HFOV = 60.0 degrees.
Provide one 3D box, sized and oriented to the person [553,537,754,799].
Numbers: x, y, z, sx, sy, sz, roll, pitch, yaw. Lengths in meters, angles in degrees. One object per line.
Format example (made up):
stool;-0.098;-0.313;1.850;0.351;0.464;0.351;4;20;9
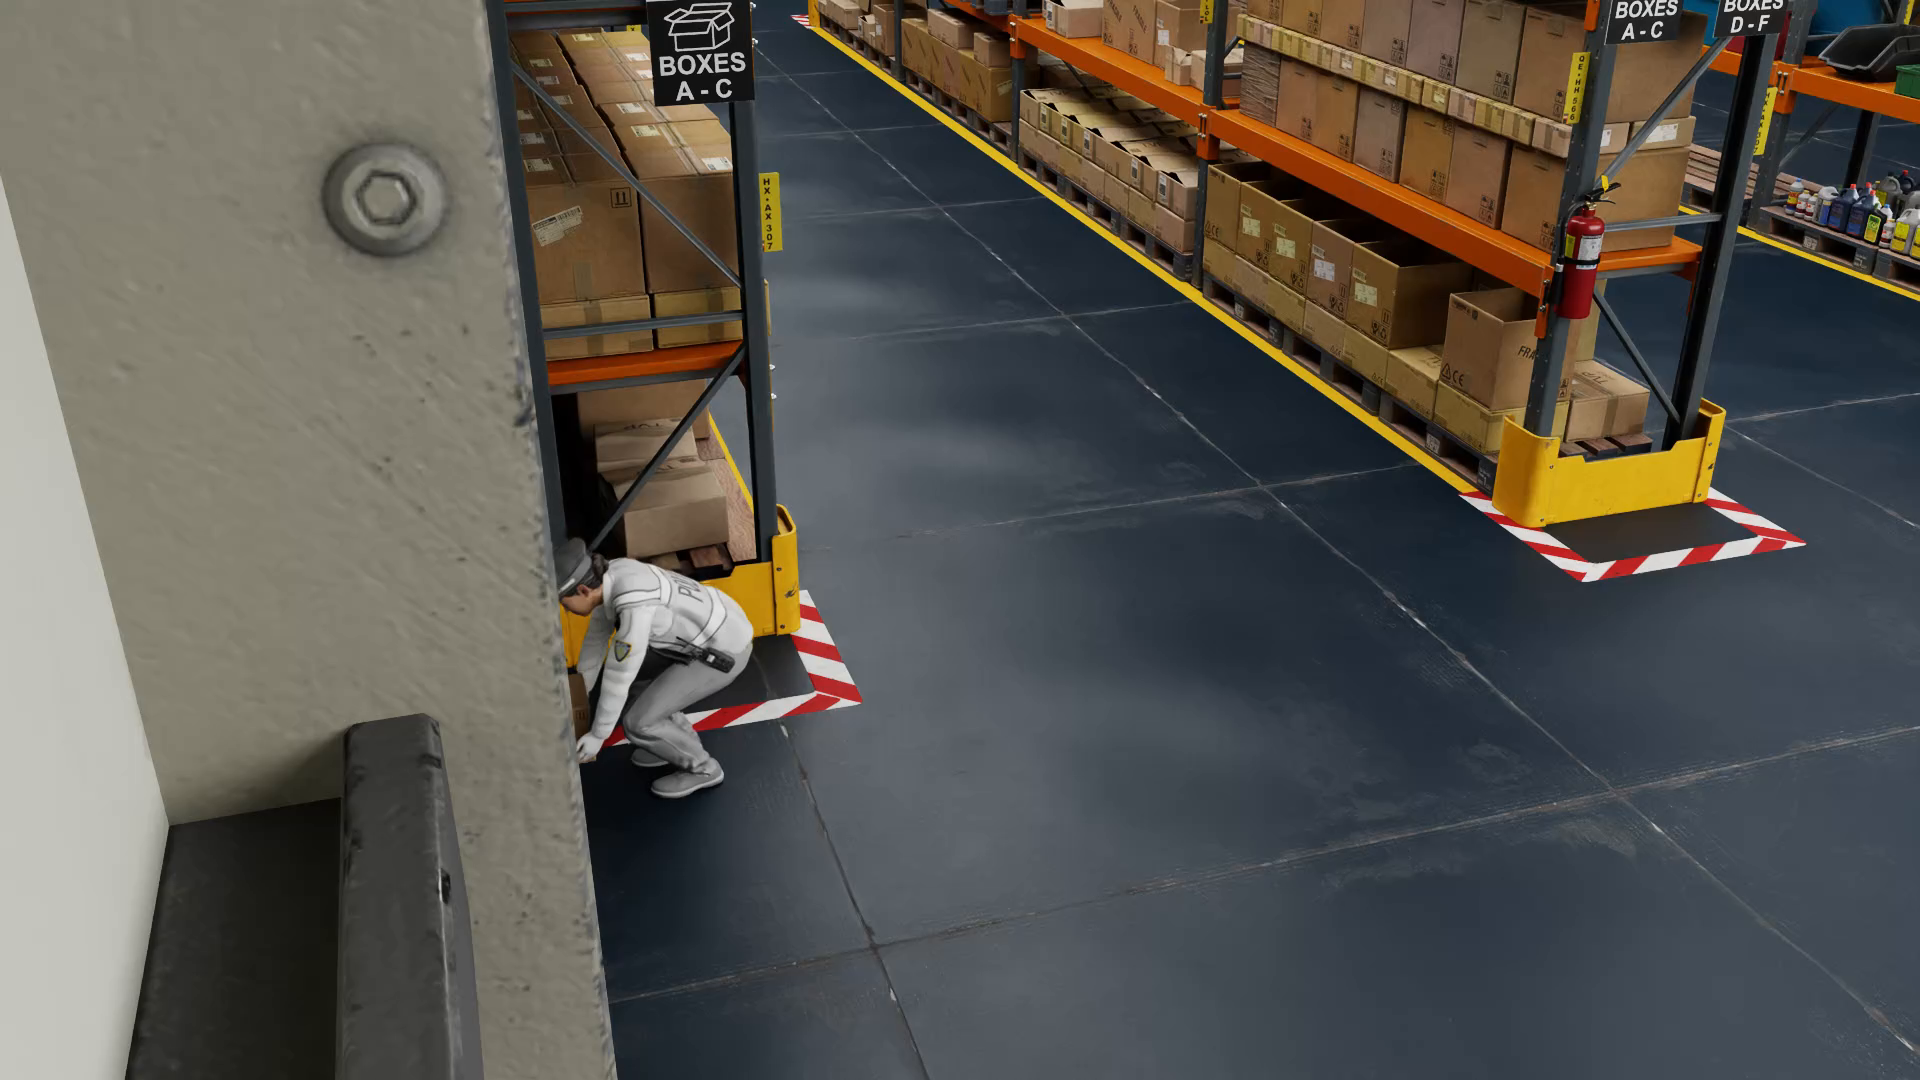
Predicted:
person;-1.188;0.464;6.328;0.806;1.094;0.508;-8;28;-16
